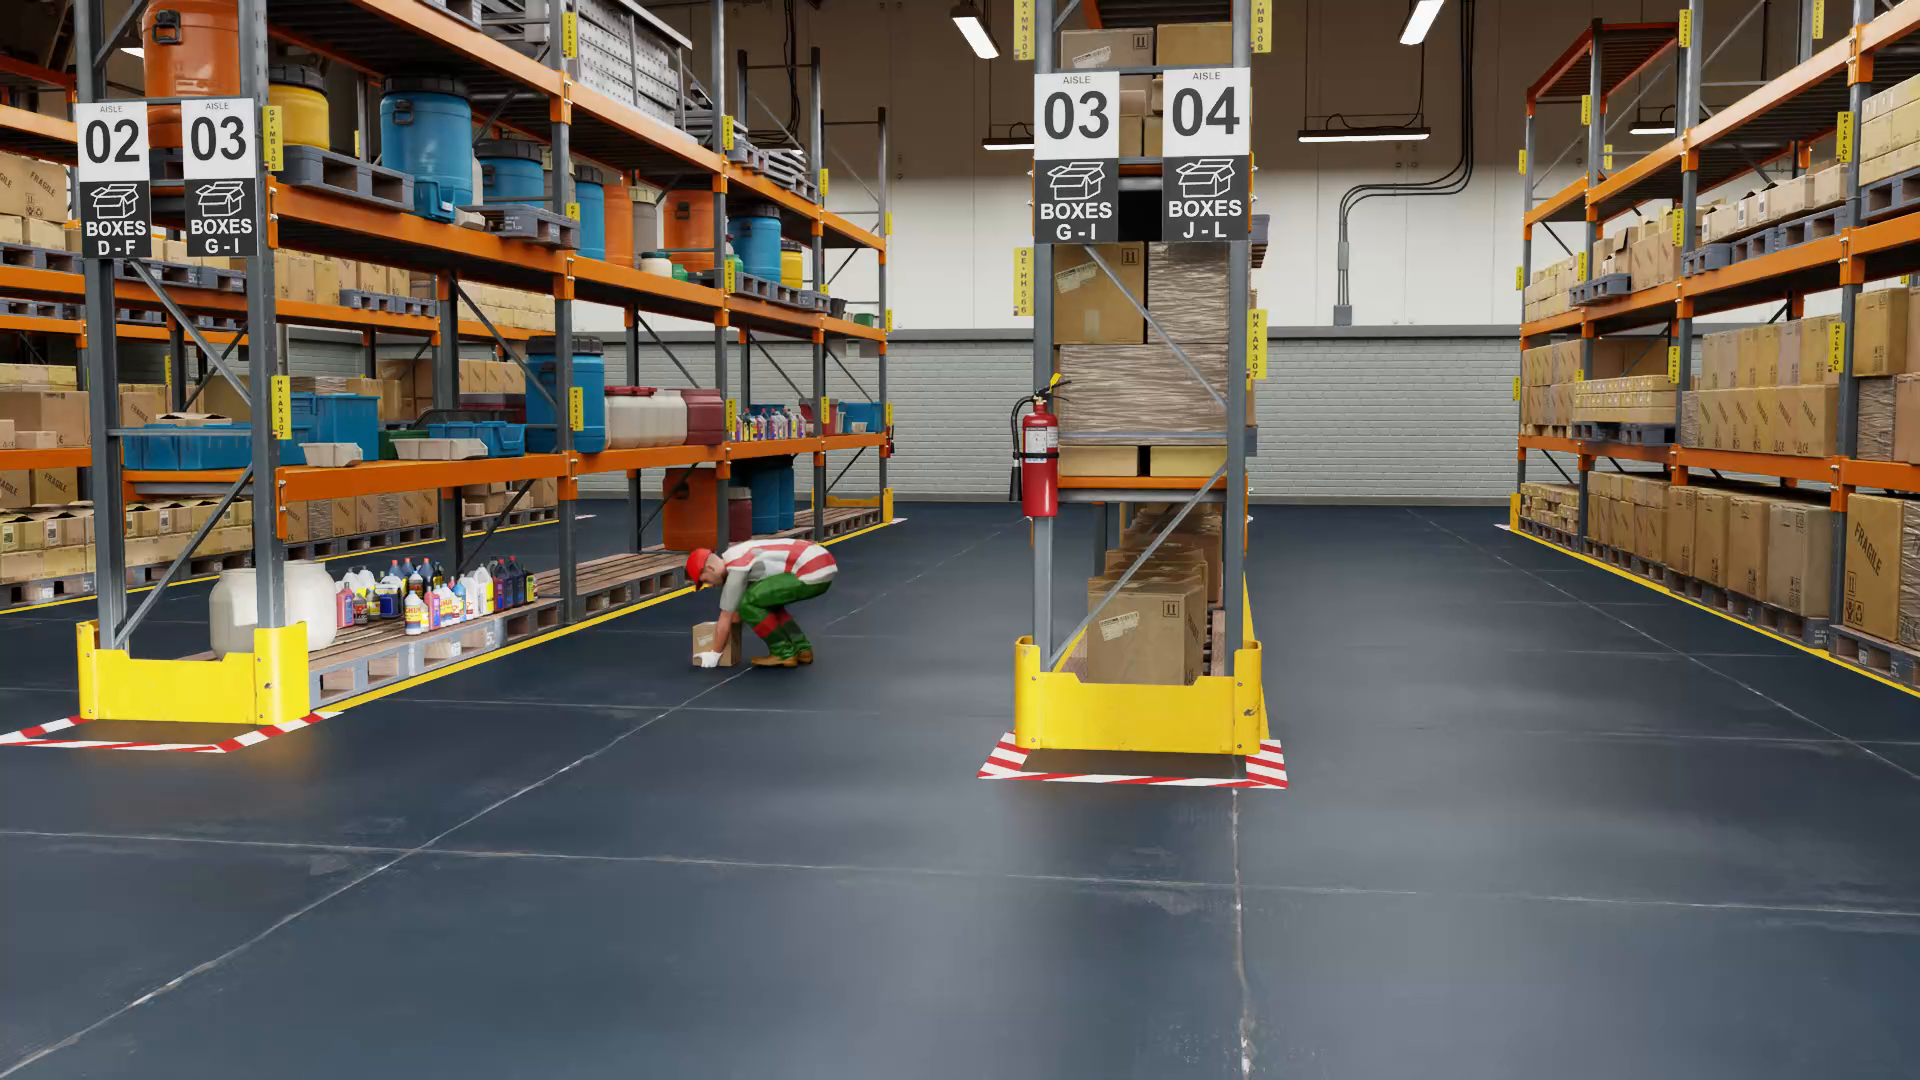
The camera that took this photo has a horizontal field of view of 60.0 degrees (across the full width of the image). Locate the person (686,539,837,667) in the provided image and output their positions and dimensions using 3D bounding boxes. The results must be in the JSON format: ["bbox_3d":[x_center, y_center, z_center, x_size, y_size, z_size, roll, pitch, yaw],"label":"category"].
[{"bbox_3d":[-1.274,0.409,10.672,0.966,0.832,0.520,1,4,7],"label":"person"}]
